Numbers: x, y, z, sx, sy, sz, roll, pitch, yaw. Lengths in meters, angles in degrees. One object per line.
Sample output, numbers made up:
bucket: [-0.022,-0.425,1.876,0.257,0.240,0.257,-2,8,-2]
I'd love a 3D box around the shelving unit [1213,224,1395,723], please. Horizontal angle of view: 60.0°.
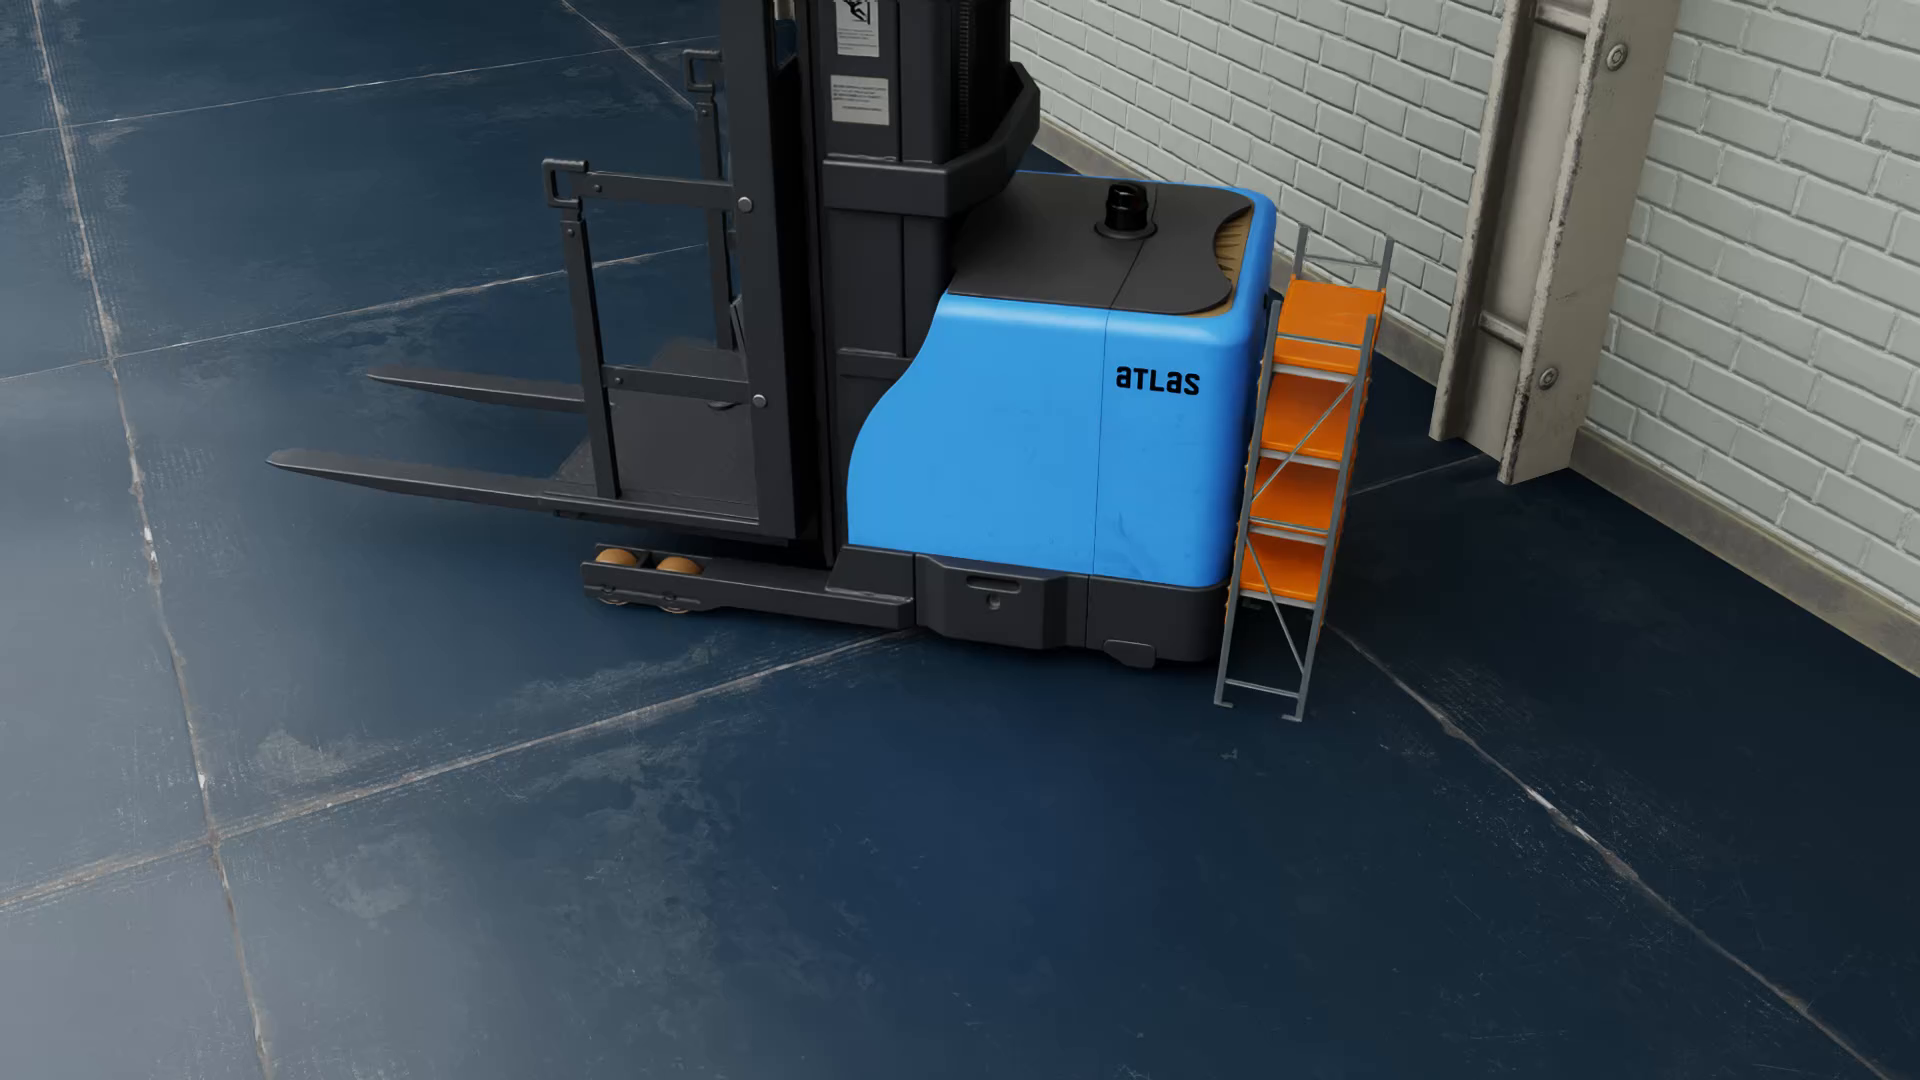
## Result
shelving unit: [0.899,-0.160,4.380,0.258,1.200,0.503,11,34,13]

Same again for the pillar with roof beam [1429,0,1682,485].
pillar with roof beam: [-1.942,-3.020,1.622,9.100,9.000,0.400,-16,36,-23]

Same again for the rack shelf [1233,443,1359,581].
rack shelf: [0.897,-0.104,4.417,0.258,0.148,0.480,11,34,13]

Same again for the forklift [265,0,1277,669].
forklift: [-0.637,-1.285,4.539,3.031,2.935,1.130,7,33,11]

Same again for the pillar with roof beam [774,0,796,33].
pillar with roof beam: [-4.740,-5.883,6.091,9.100,9.000,0.400,-16,36,-23]

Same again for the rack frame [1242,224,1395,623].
rack frame: [0.971,-0.286,4.576,0.240,1.200,0.015,11,34,13]

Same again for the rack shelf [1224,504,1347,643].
rack shelf: [0.890,0.062,4.525,0.258,0.148,0.480,11,34,13]

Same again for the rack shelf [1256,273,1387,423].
rack shelf: [0.911,-0.489,4.165,0.258,0.148,0.480,11,34,13]

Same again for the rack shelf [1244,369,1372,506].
rack shelf: [0.903,-0.291,4.294,0.258,0.148,0.480,11,34,13]

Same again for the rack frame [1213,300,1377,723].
rack frame: [0.826,-0.034,4.184,0.240,1.200,0.015,11,34,13]
